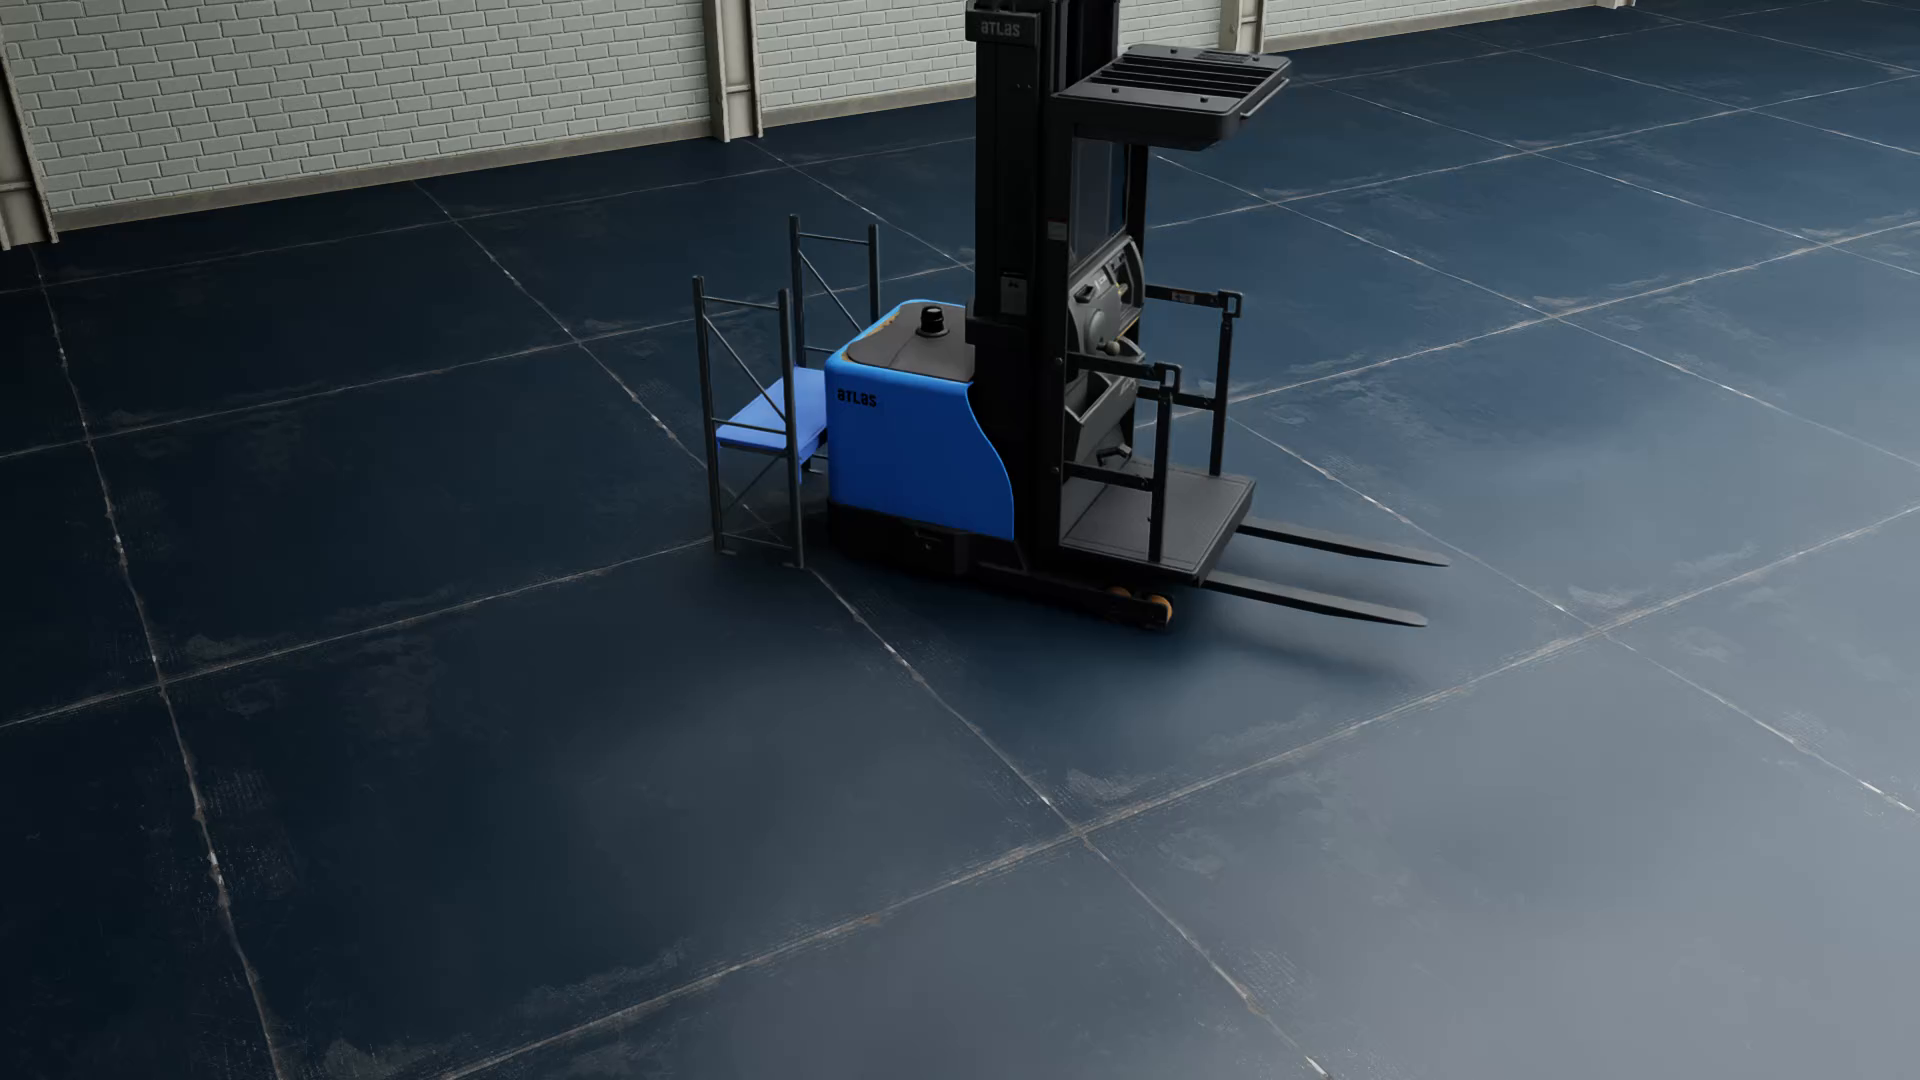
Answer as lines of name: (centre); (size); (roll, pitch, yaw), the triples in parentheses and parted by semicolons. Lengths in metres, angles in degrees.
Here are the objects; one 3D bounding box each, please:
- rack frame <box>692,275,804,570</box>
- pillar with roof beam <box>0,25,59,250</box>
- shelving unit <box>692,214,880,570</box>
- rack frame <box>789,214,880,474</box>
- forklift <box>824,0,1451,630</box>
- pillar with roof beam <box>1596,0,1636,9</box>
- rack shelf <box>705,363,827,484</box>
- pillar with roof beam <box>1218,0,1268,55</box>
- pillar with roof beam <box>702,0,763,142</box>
rack frame: (-1.036, -0.555, 8.203); (0.500, 1.500, 0.032); (11, 31, 19)
pillar with roof beam: (-5.087, -4.484, 7.561); (0.400, 9.000, 9.100); (-16, 33, -26)
shelving unit: (-0.848, -0.783, 8.617); (0.538, 1.500, 1.048); (11, 31, 19)
rack frame: (-0.660, -1.011, 9.030); (0.500, 1.500, 0.032); (11, 31, 19)
forklift: (0.879, -1.143, 7.788); (3.031, 2.935, 1.130); (12, 31, 21)
pillar with roof beam: (10.433, -8.890, 15.545); (0.400, 9.000, 9.100); (-16, 33, -26)
rack shelf: (-0.848, -0.626, 8.704); (0.538, 0.185, 1.000); (11, 31, 19)
pillar with roof beam: (5.260, -7.421, 12.883); (0.400, 9.000, 9.100); (-16, 33, -26)
pillar with roof beam: (0.087, -5.952, 10.222); (0.400, 9.000, 9.100); (-16, 33, -26)
